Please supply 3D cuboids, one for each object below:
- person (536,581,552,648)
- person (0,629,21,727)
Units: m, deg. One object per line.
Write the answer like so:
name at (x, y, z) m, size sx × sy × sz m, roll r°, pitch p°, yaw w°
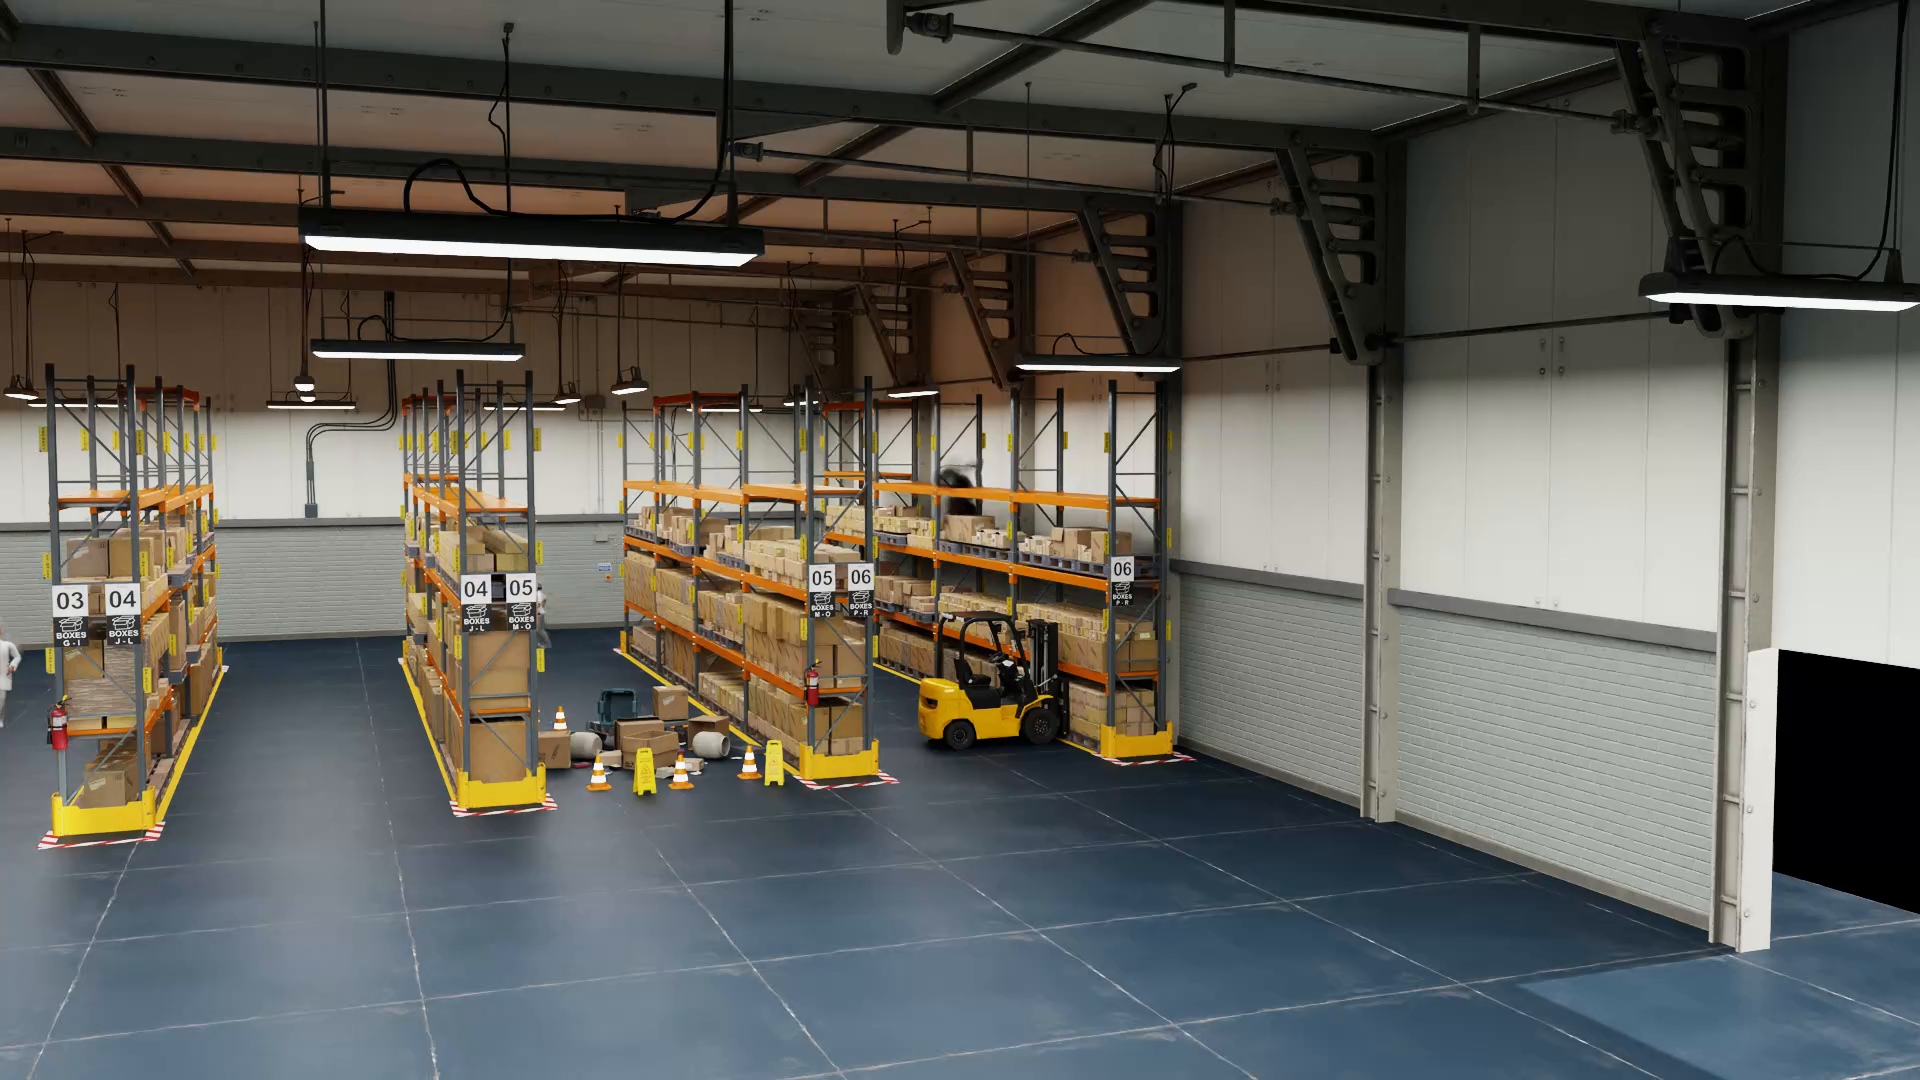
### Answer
person at (-10.218, 1.808, 40.185) m, size 0.661 × 1.688 × 0.548 m, roll -1°, pitch 4°, yaw -22°
person at (-16.961, 2.420, 29.323) m, size 0.723 × 1.747 × 0.633 m, roll -2°, pitch 4°, yaw -28°
